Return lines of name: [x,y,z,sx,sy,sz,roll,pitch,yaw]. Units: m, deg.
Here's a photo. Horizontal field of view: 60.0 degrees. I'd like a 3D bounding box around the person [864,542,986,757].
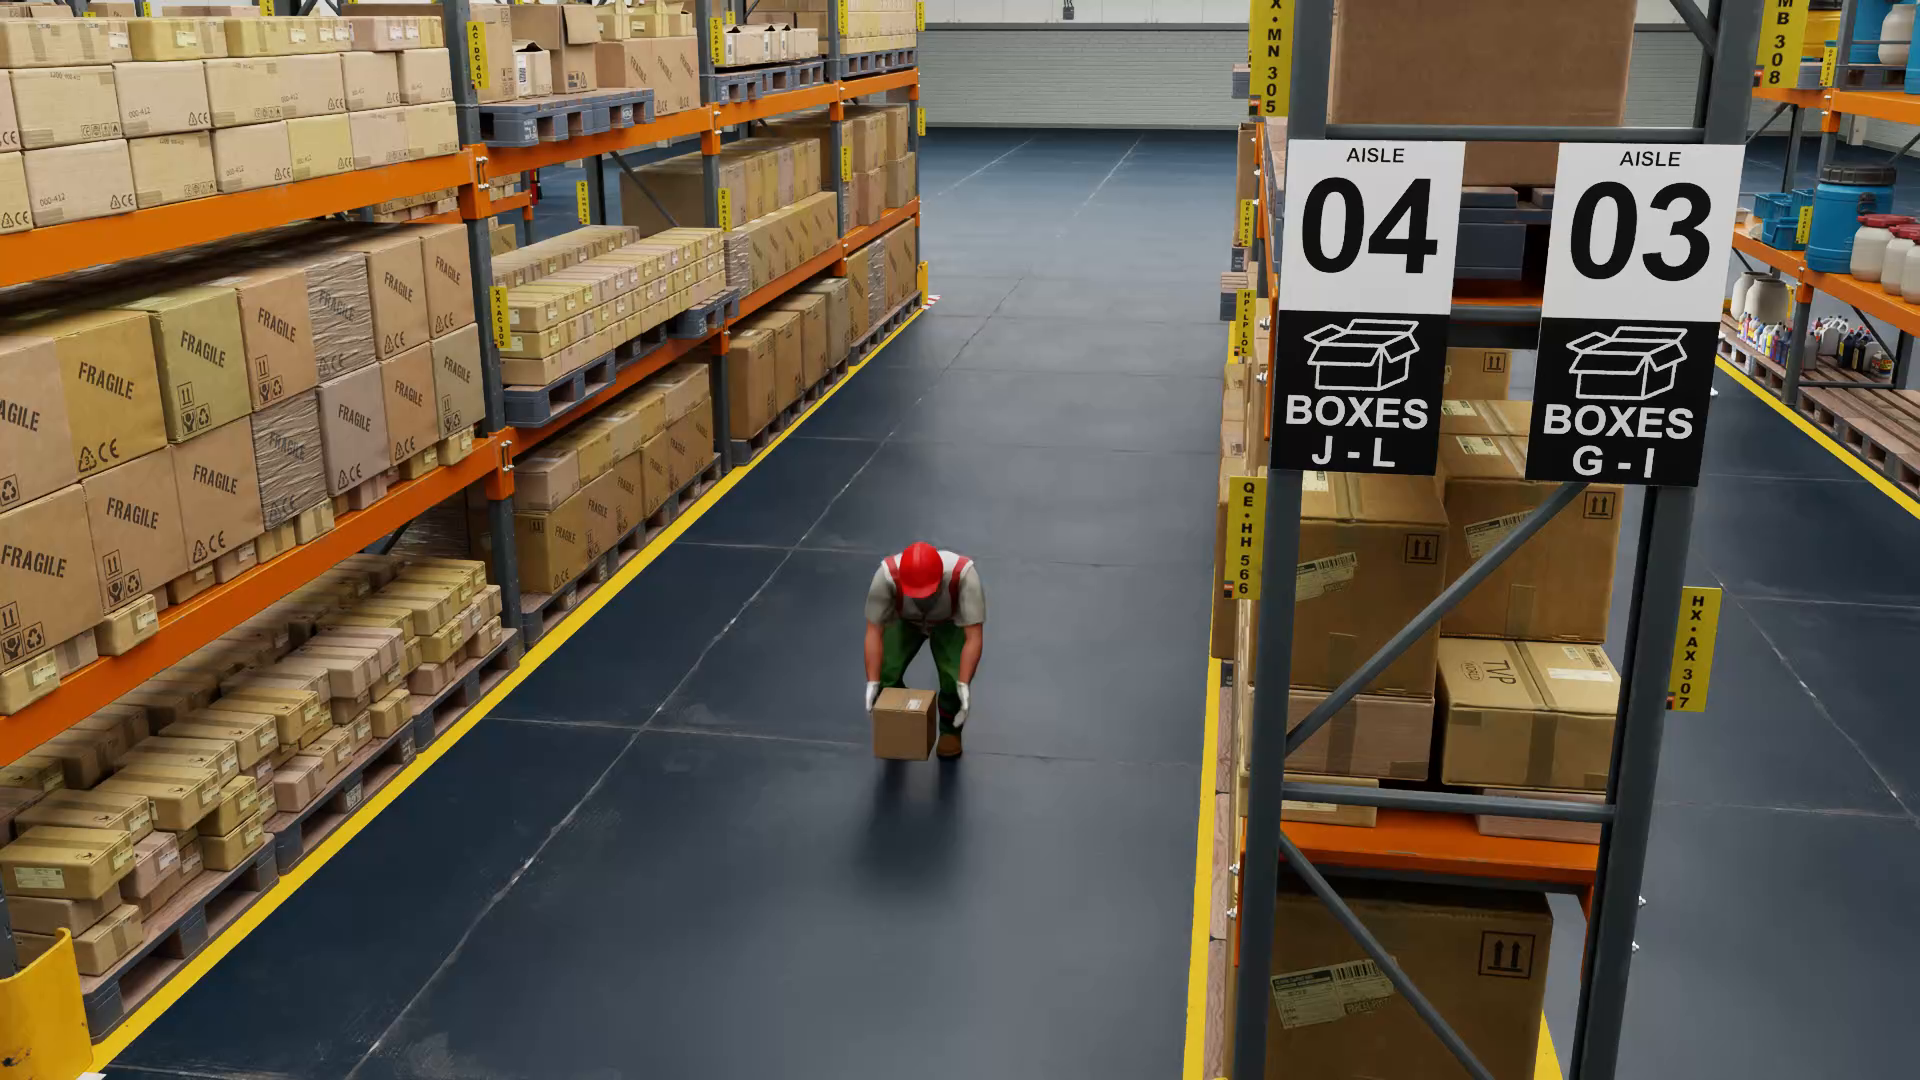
person: [-0.146,0.488,7.979,0.580,1.186,0.845,3,18,9]
